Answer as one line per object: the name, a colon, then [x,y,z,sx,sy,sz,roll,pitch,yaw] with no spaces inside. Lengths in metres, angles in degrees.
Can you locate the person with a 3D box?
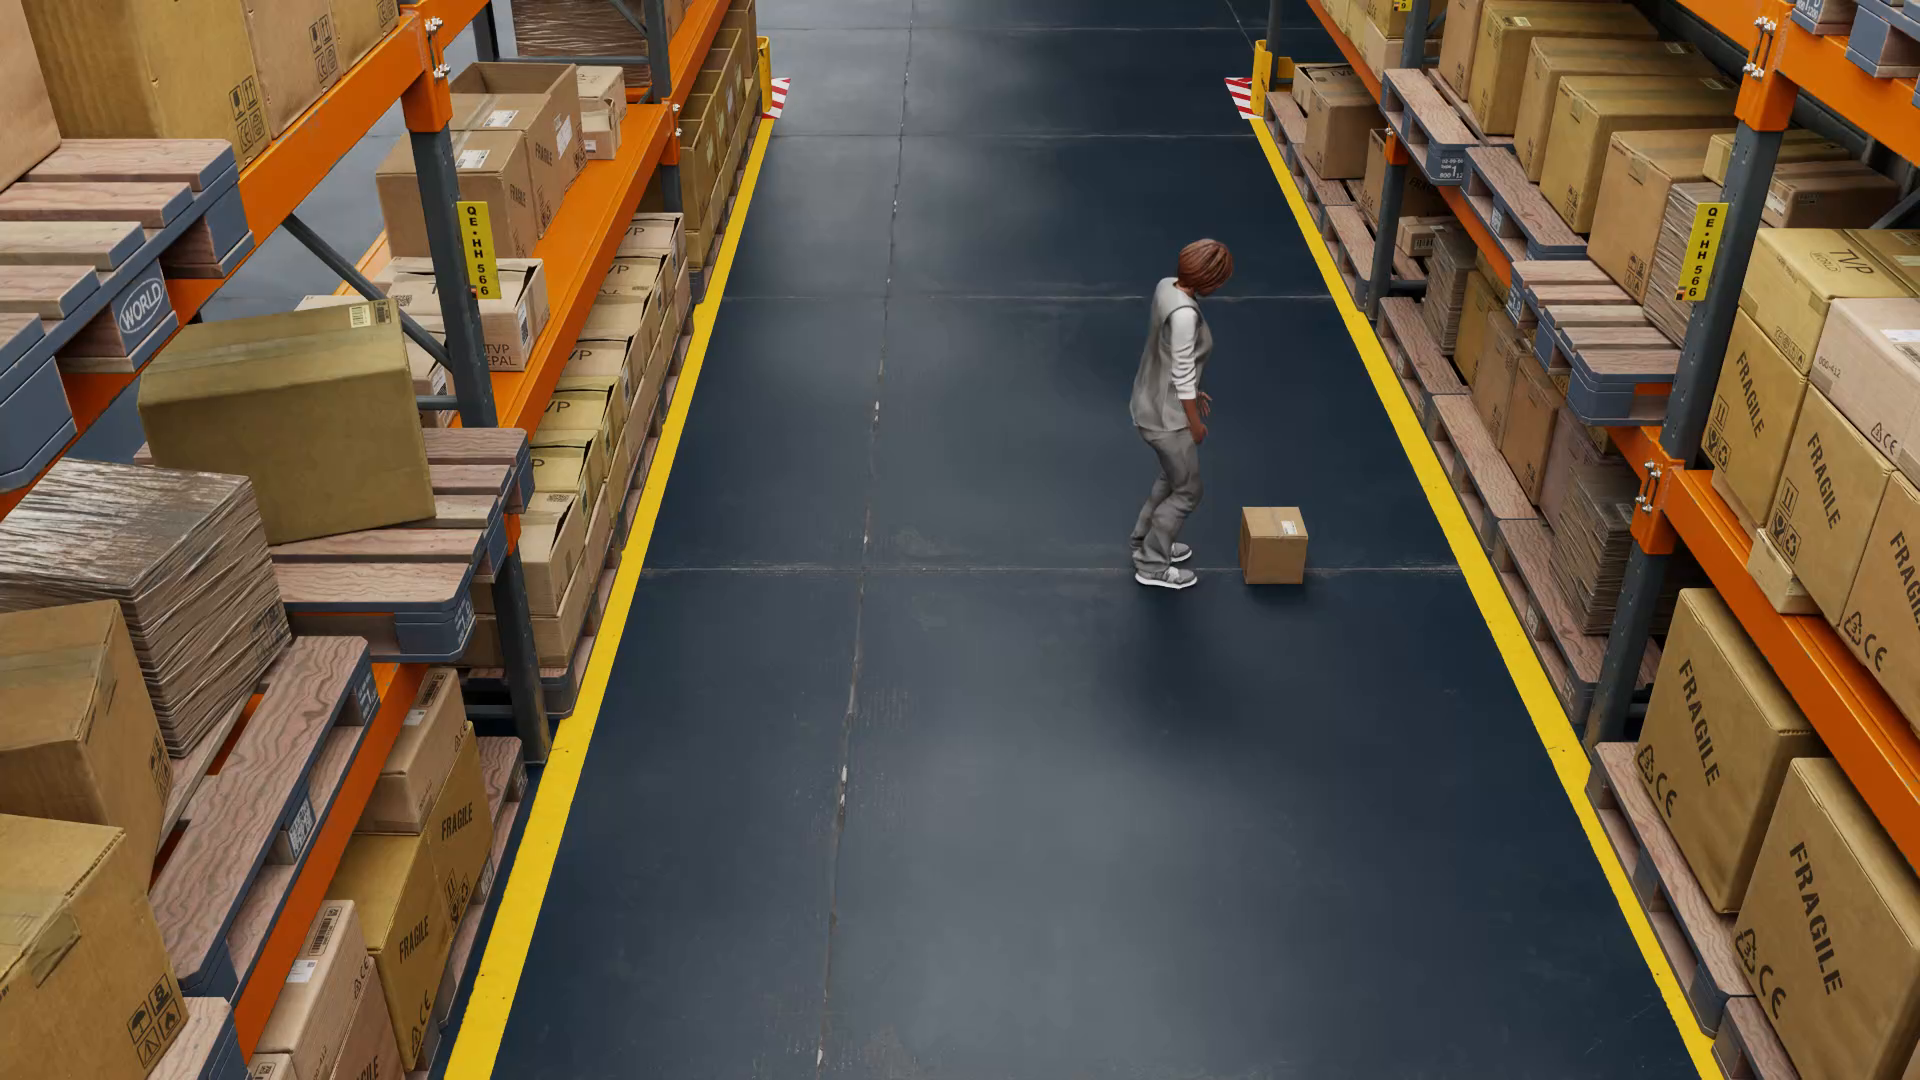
person: [0.910,-0.533,7.060,0.382,1.542,0.426,1,32,1]
